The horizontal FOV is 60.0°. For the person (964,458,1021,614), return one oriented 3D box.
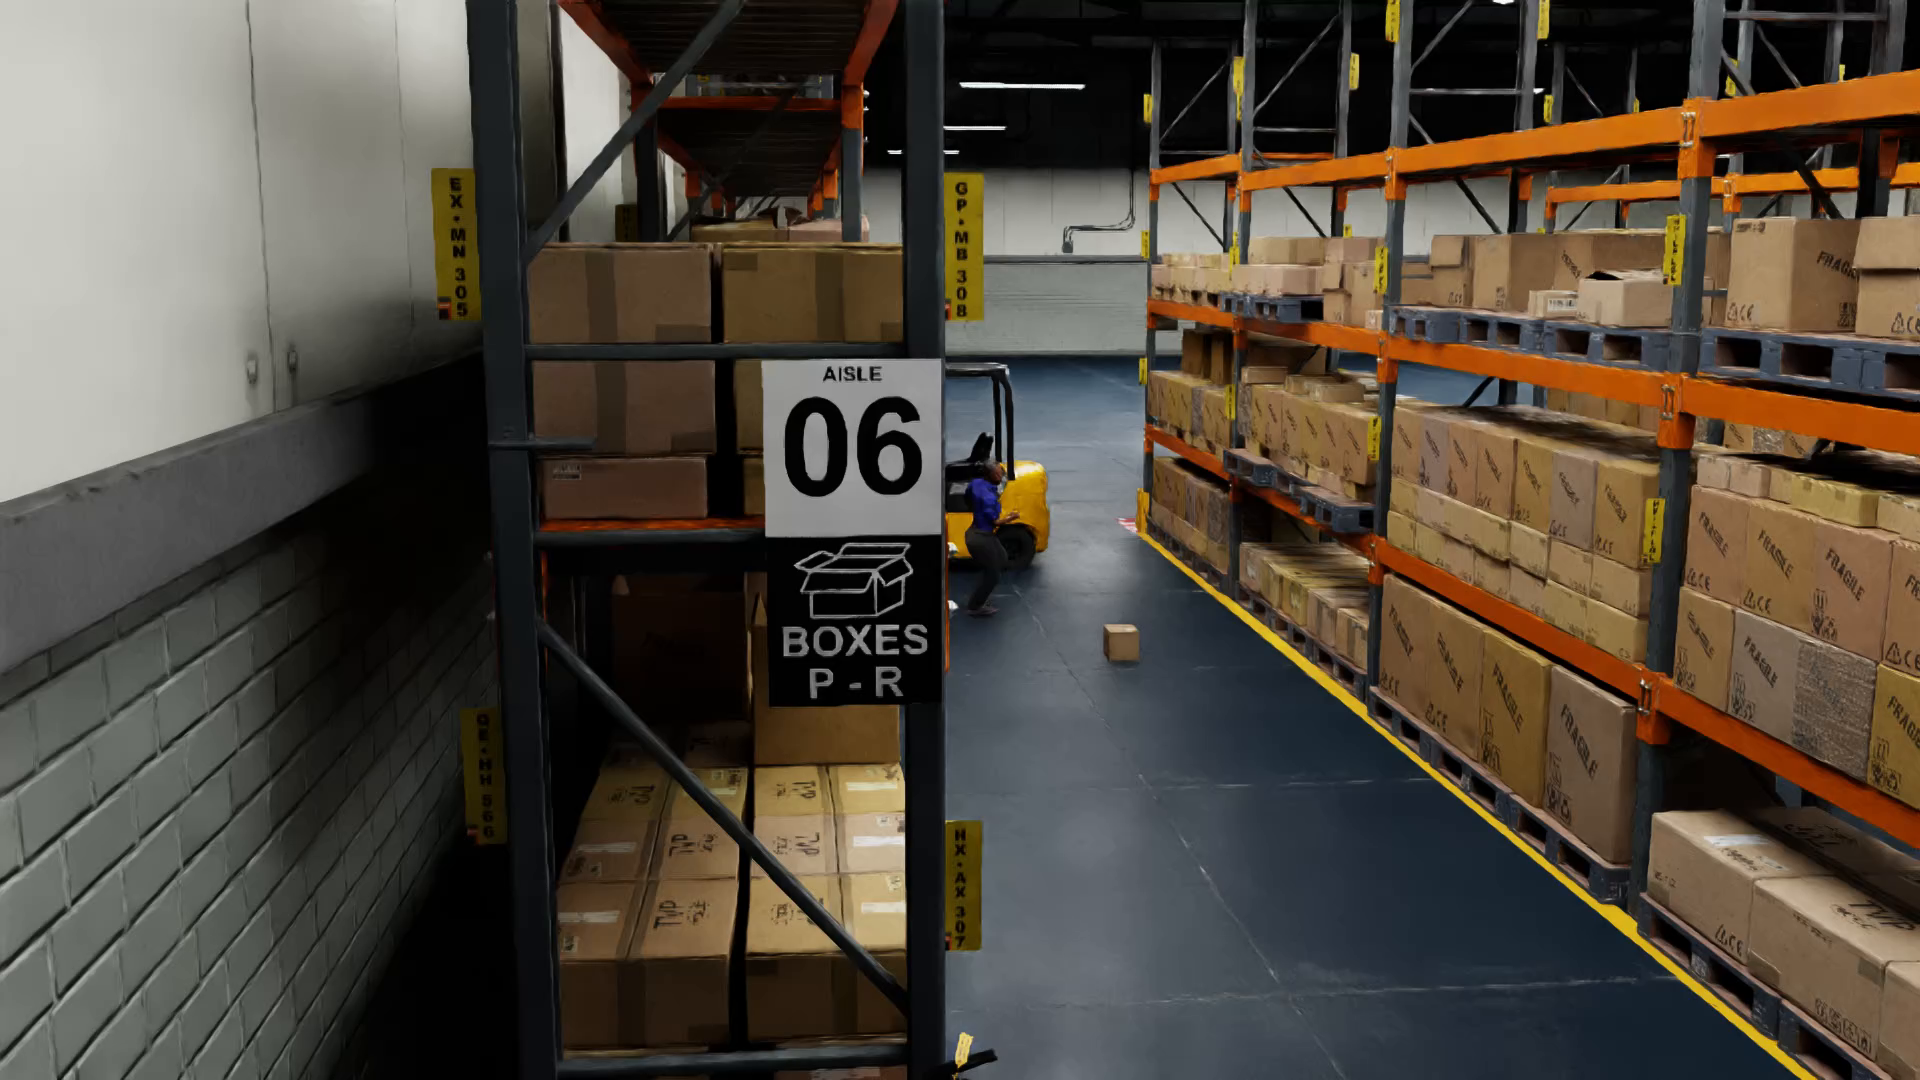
[{"bbox_3d":[0.294,-0.038,15.437,0.527,1.538,0.857,-1,10,-8],"label":"person"}]
